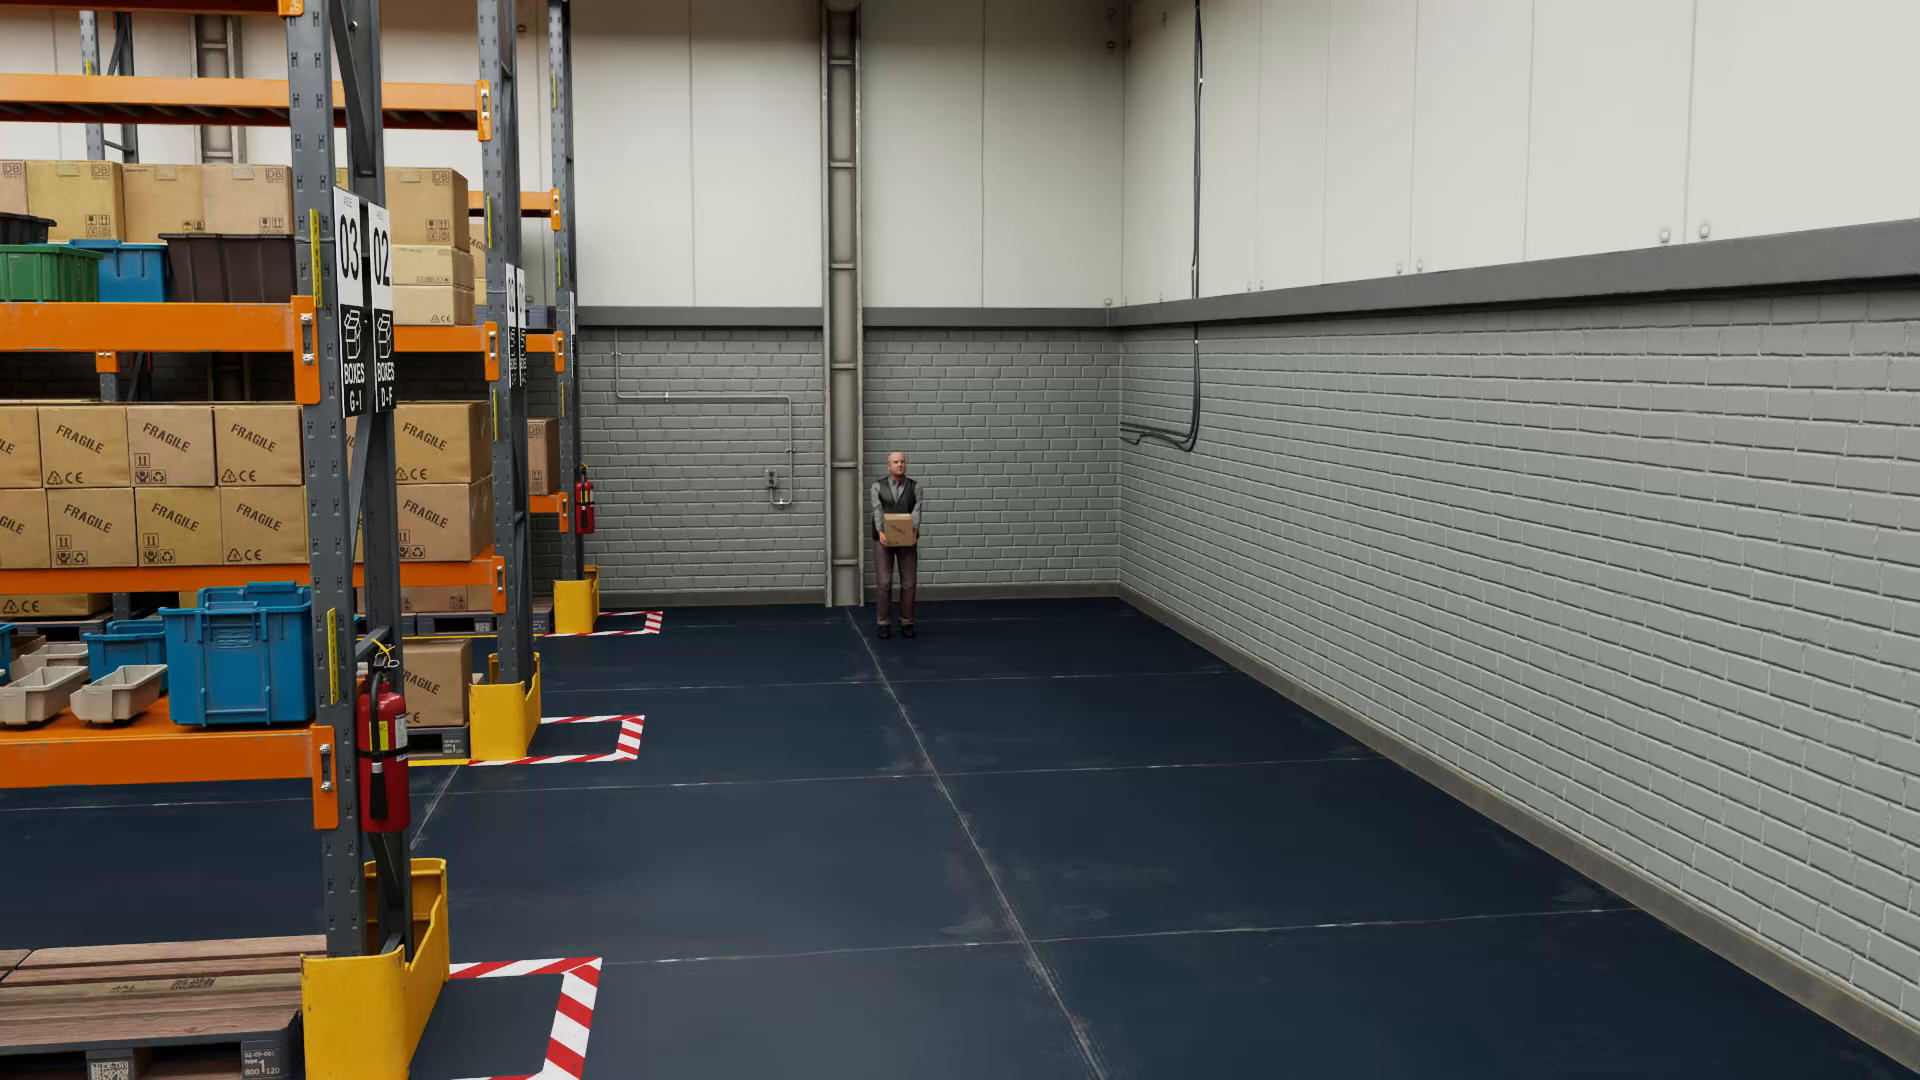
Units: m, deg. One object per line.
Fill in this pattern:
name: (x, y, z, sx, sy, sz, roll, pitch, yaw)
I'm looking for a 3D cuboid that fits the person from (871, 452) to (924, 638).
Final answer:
person: (-0.571, 0.048, 15.434, 0.494, 1.711, 0.558, -1, 6, -8)
